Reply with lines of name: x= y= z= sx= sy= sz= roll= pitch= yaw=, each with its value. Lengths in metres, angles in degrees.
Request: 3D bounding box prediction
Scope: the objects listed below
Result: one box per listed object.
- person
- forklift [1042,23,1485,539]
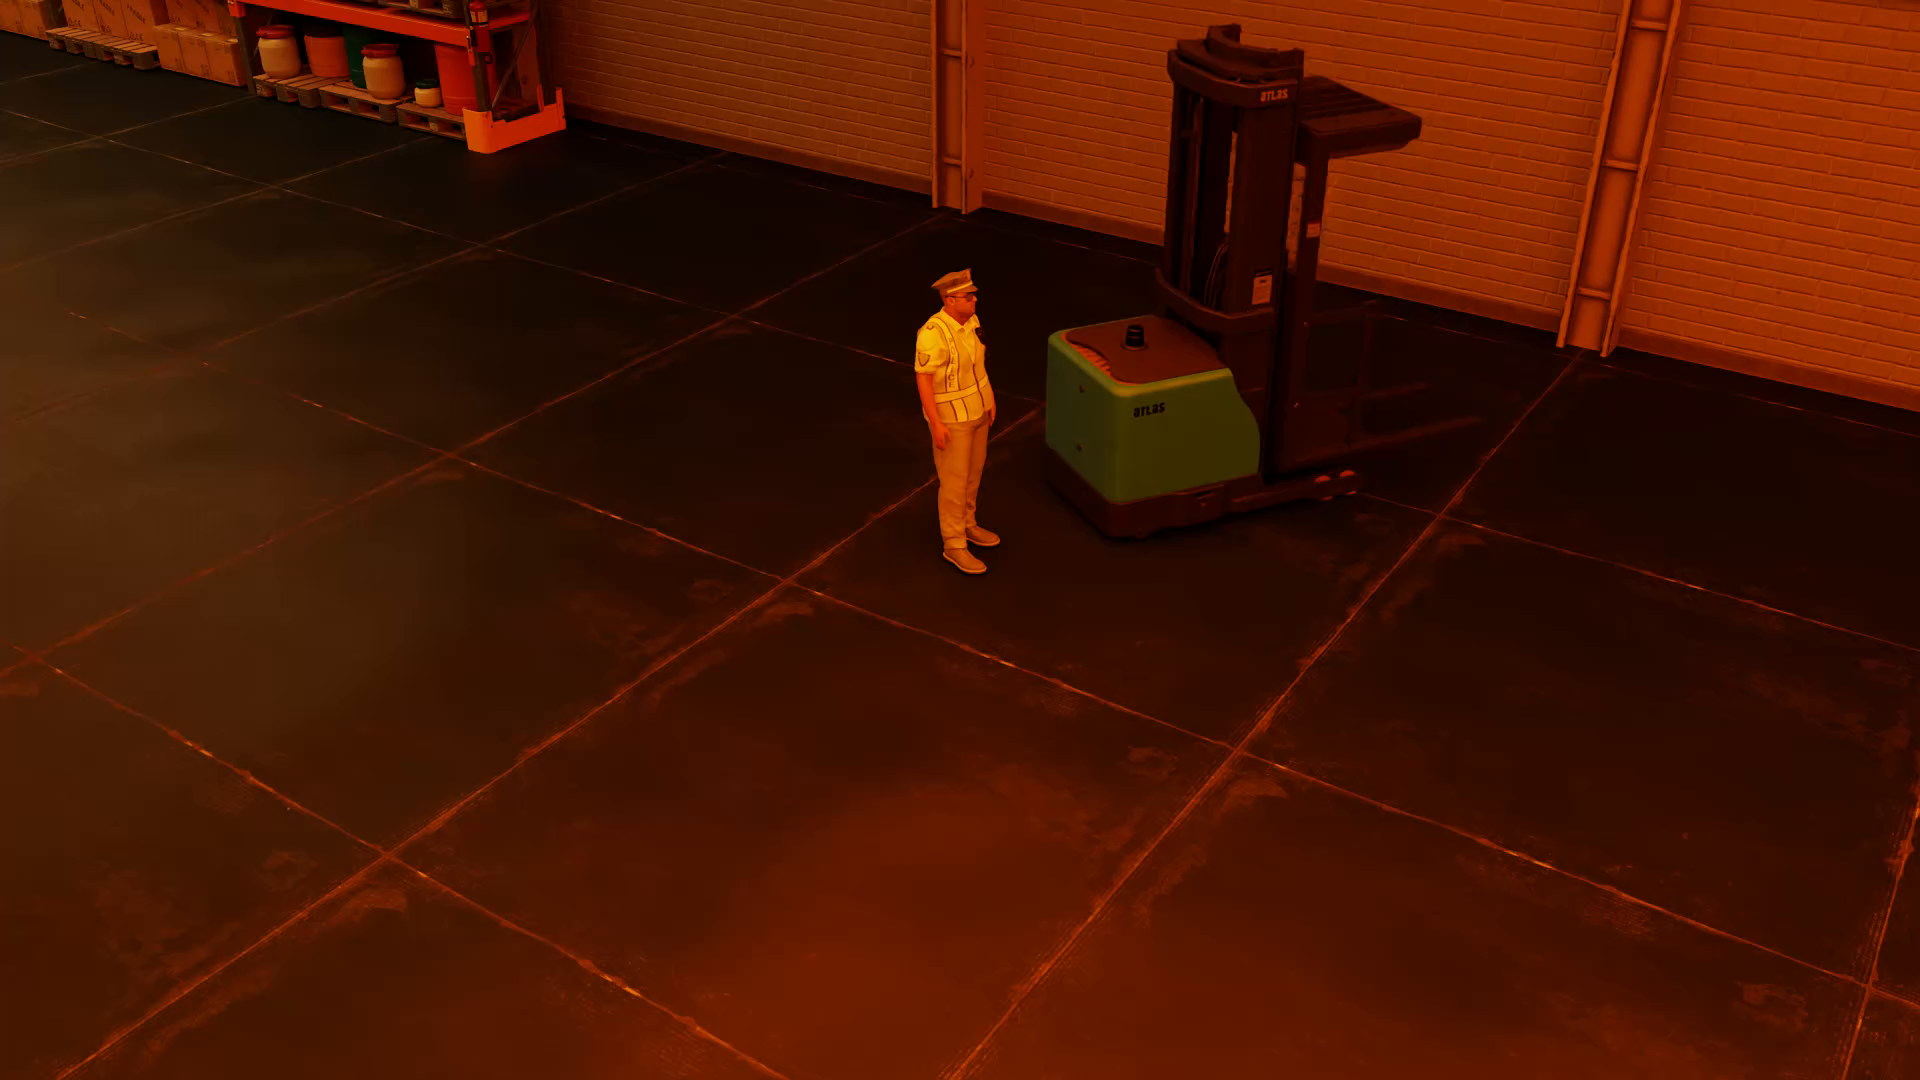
person: x=0.058 y=-0.750 z=10.003 sx=0.575 sy=1.780 sz=0.640 roll=19 pitch=35 yaw=29
forklift: x=2.111 y=-1.752 z=10.598 sx=3.031 sy=2.935 sz=1.130 roll=-12 pitch=32 yaw=-20
